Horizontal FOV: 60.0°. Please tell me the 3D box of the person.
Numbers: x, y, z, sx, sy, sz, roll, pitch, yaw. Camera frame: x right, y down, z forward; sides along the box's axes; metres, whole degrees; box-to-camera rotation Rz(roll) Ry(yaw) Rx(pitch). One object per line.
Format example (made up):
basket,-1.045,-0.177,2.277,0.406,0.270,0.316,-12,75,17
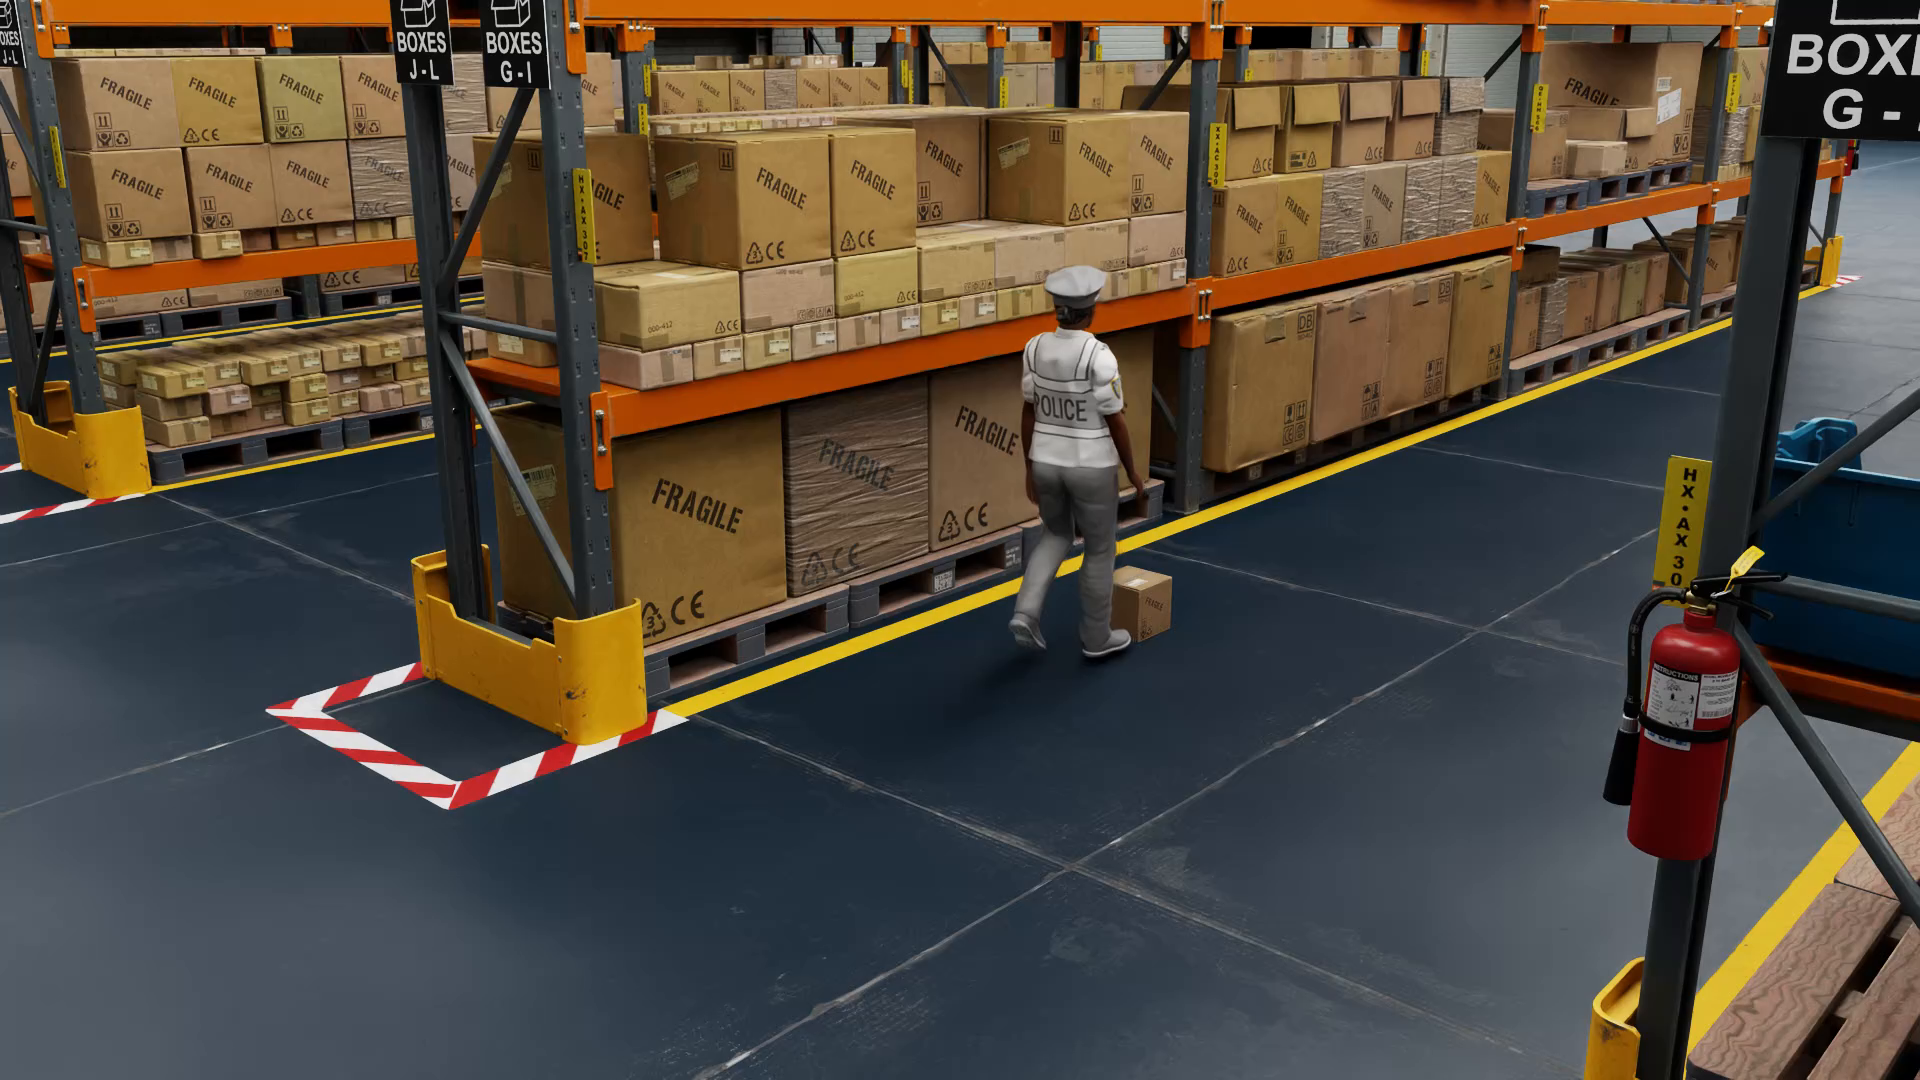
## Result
person,0.502,-0.303,6.937,0.468,1.677,0.557,12,21,35
